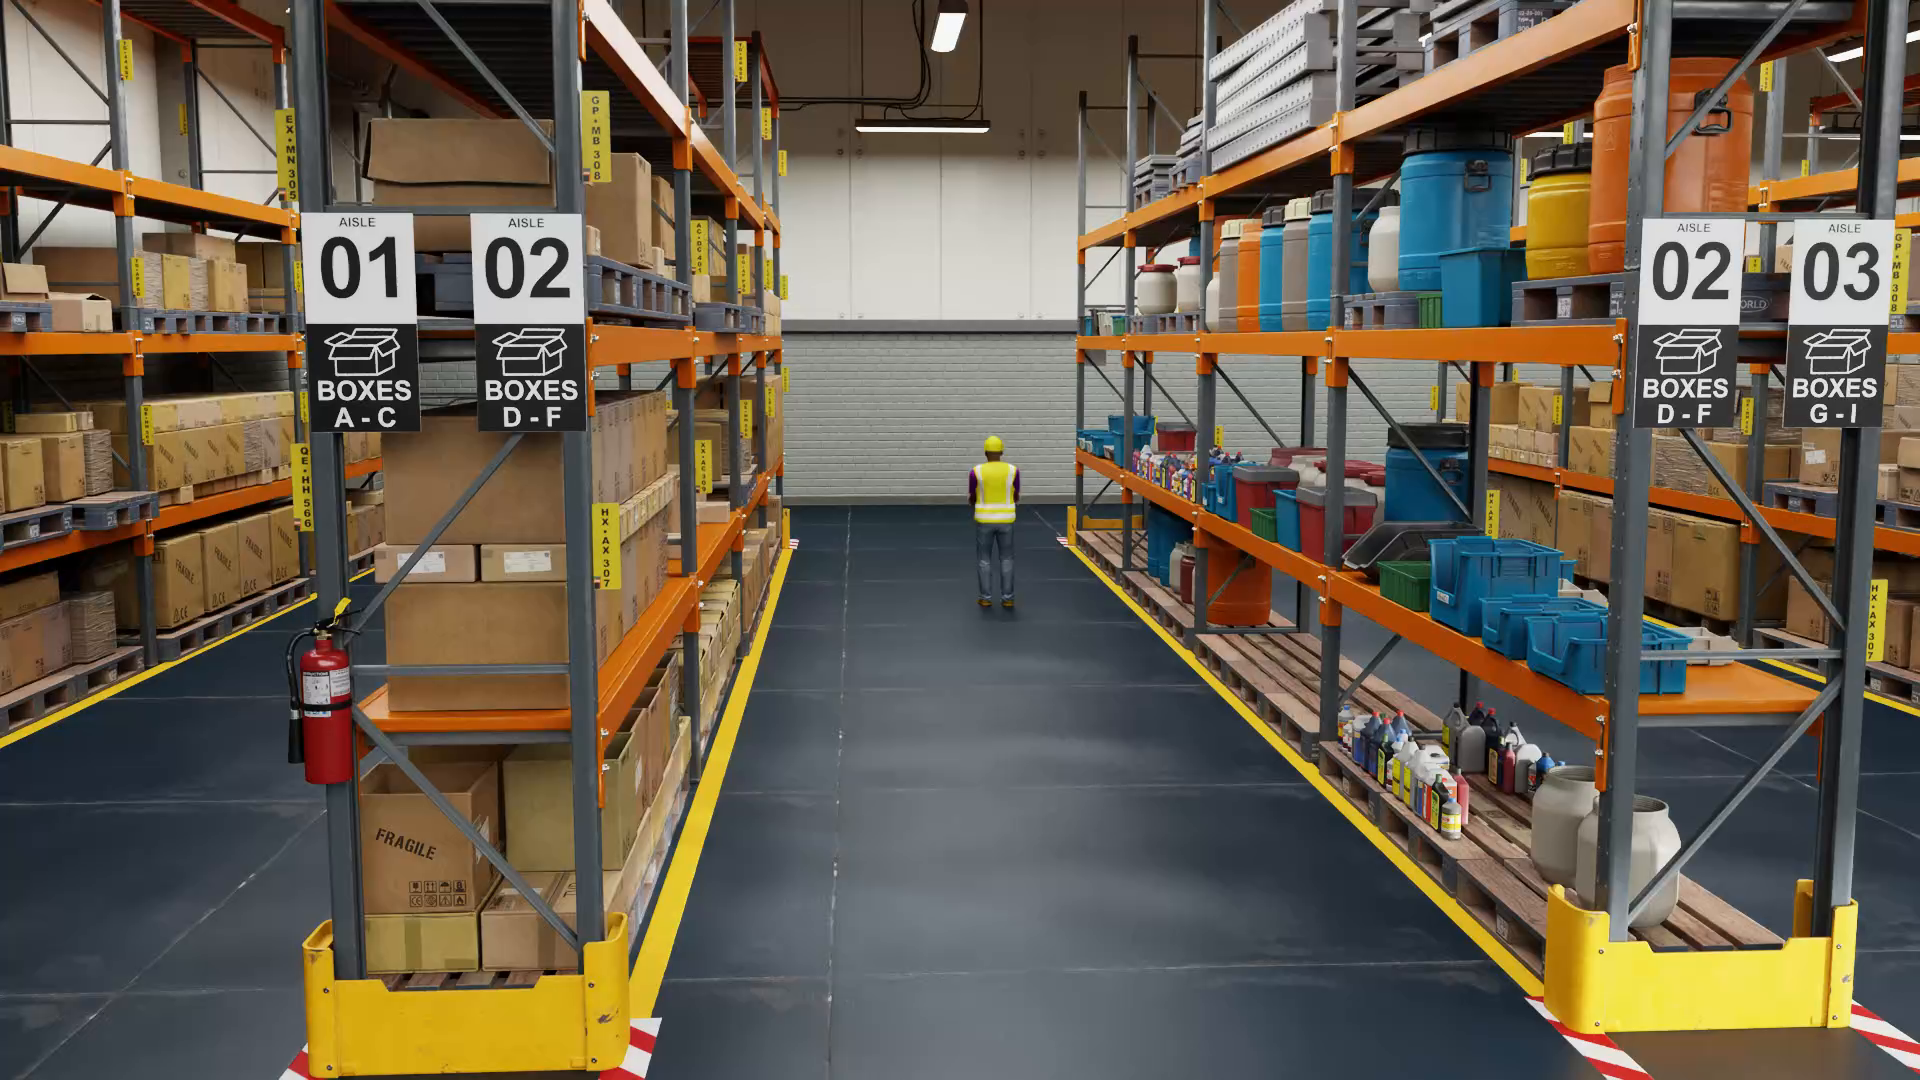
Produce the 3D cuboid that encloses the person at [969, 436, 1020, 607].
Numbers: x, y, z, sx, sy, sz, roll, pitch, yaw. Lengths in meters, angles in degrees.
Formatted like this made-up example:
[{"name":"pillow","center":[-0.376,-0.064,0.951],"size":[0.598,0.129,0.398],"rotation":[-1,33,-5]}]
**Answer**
[{"name":"person","center":[0.351,-0.204,17.340],"size":[0.535,1.769,0.560],"rotation":[0,7,-4]}]
